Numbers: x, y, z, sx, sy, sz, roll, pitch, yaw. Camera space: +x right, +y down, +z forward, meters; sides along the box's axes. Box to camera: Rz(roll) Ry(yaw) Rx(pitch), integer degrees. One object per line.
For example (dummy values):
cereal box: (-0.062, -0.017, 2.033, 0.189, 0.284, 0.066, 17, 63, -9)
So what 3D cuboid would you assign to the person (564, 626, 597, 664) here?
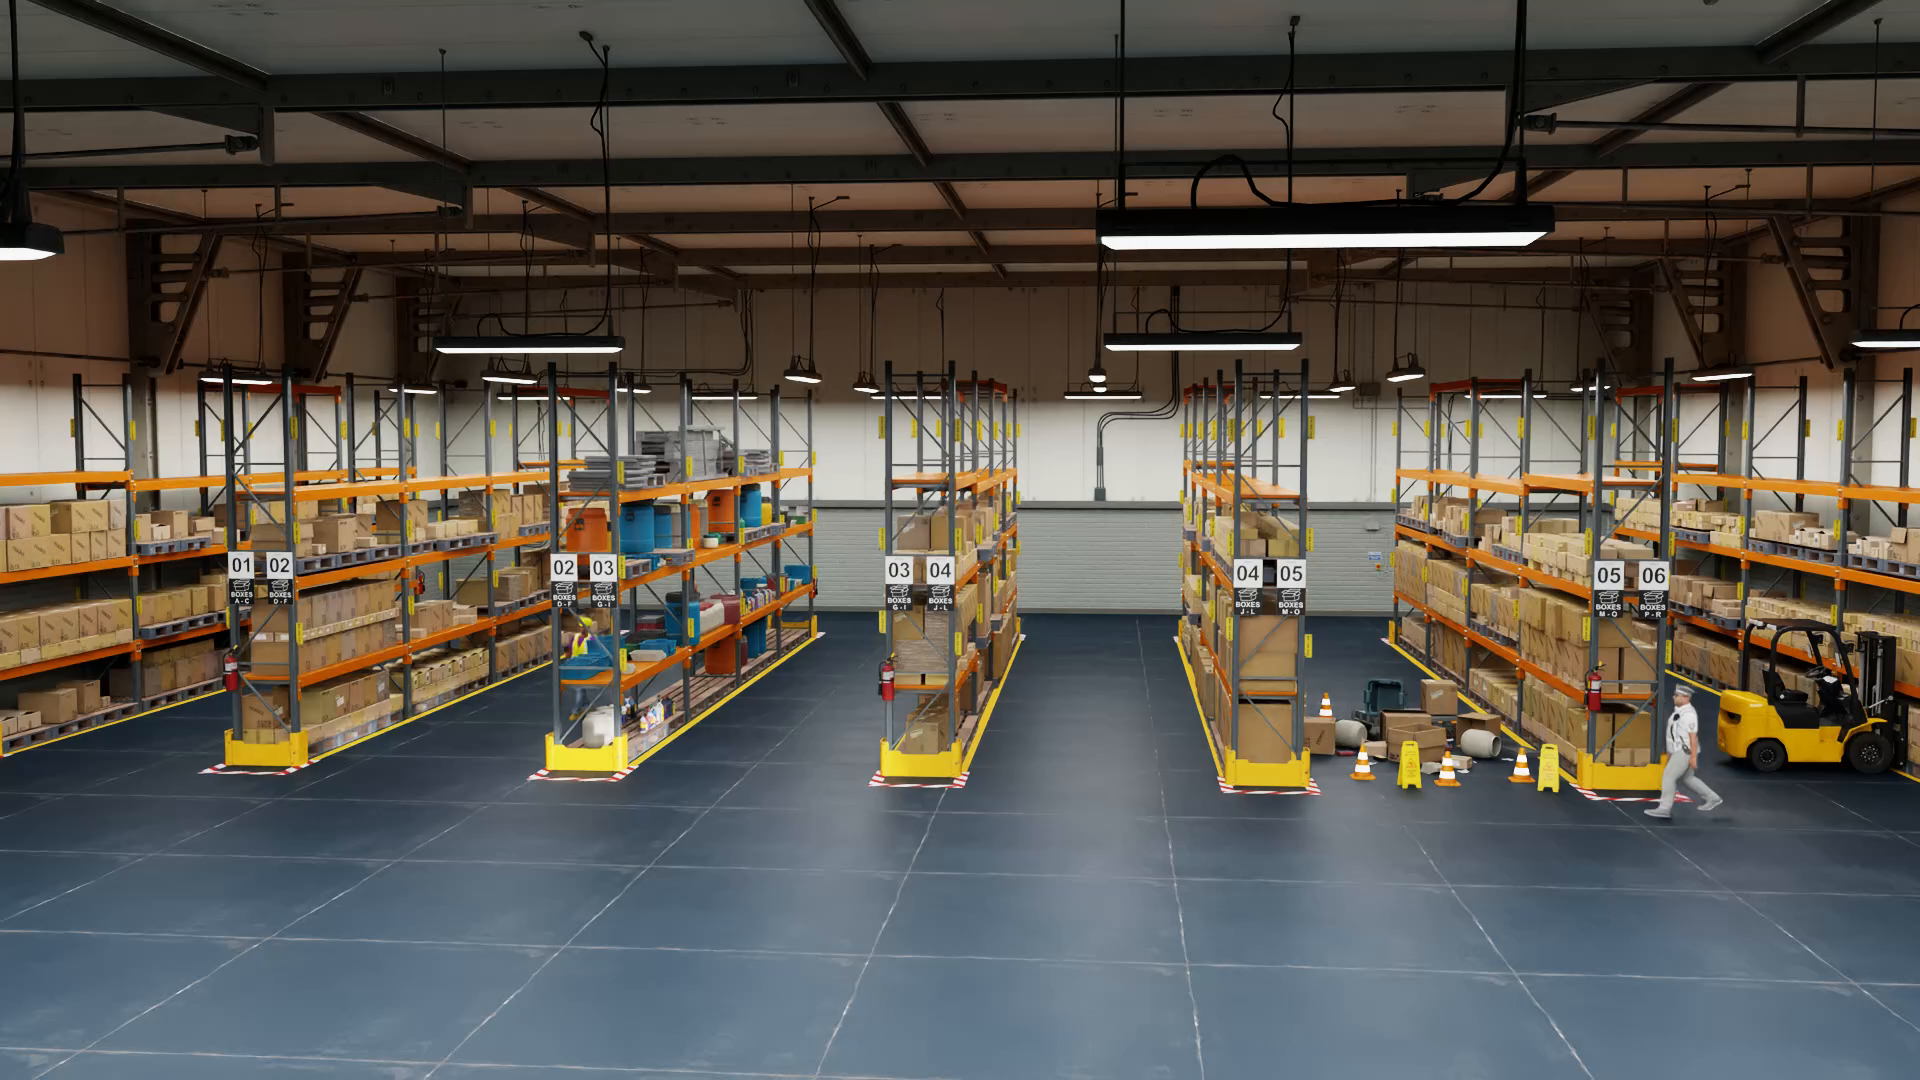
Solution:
person: (-6.599, 1.911, 28.963, 0.658, 1.043, 0.422, 2, 4, 24)

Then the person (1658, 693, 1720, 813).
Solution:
person: (9.431, 2.747, 21.453, 0.806, 1.533, 0.529, 0, 4, 7)

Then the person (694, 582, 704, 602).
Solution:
person: (-5.931, 1.428, 36.612, 0.521, 1.023, 0.514, 2, 4, 28)
